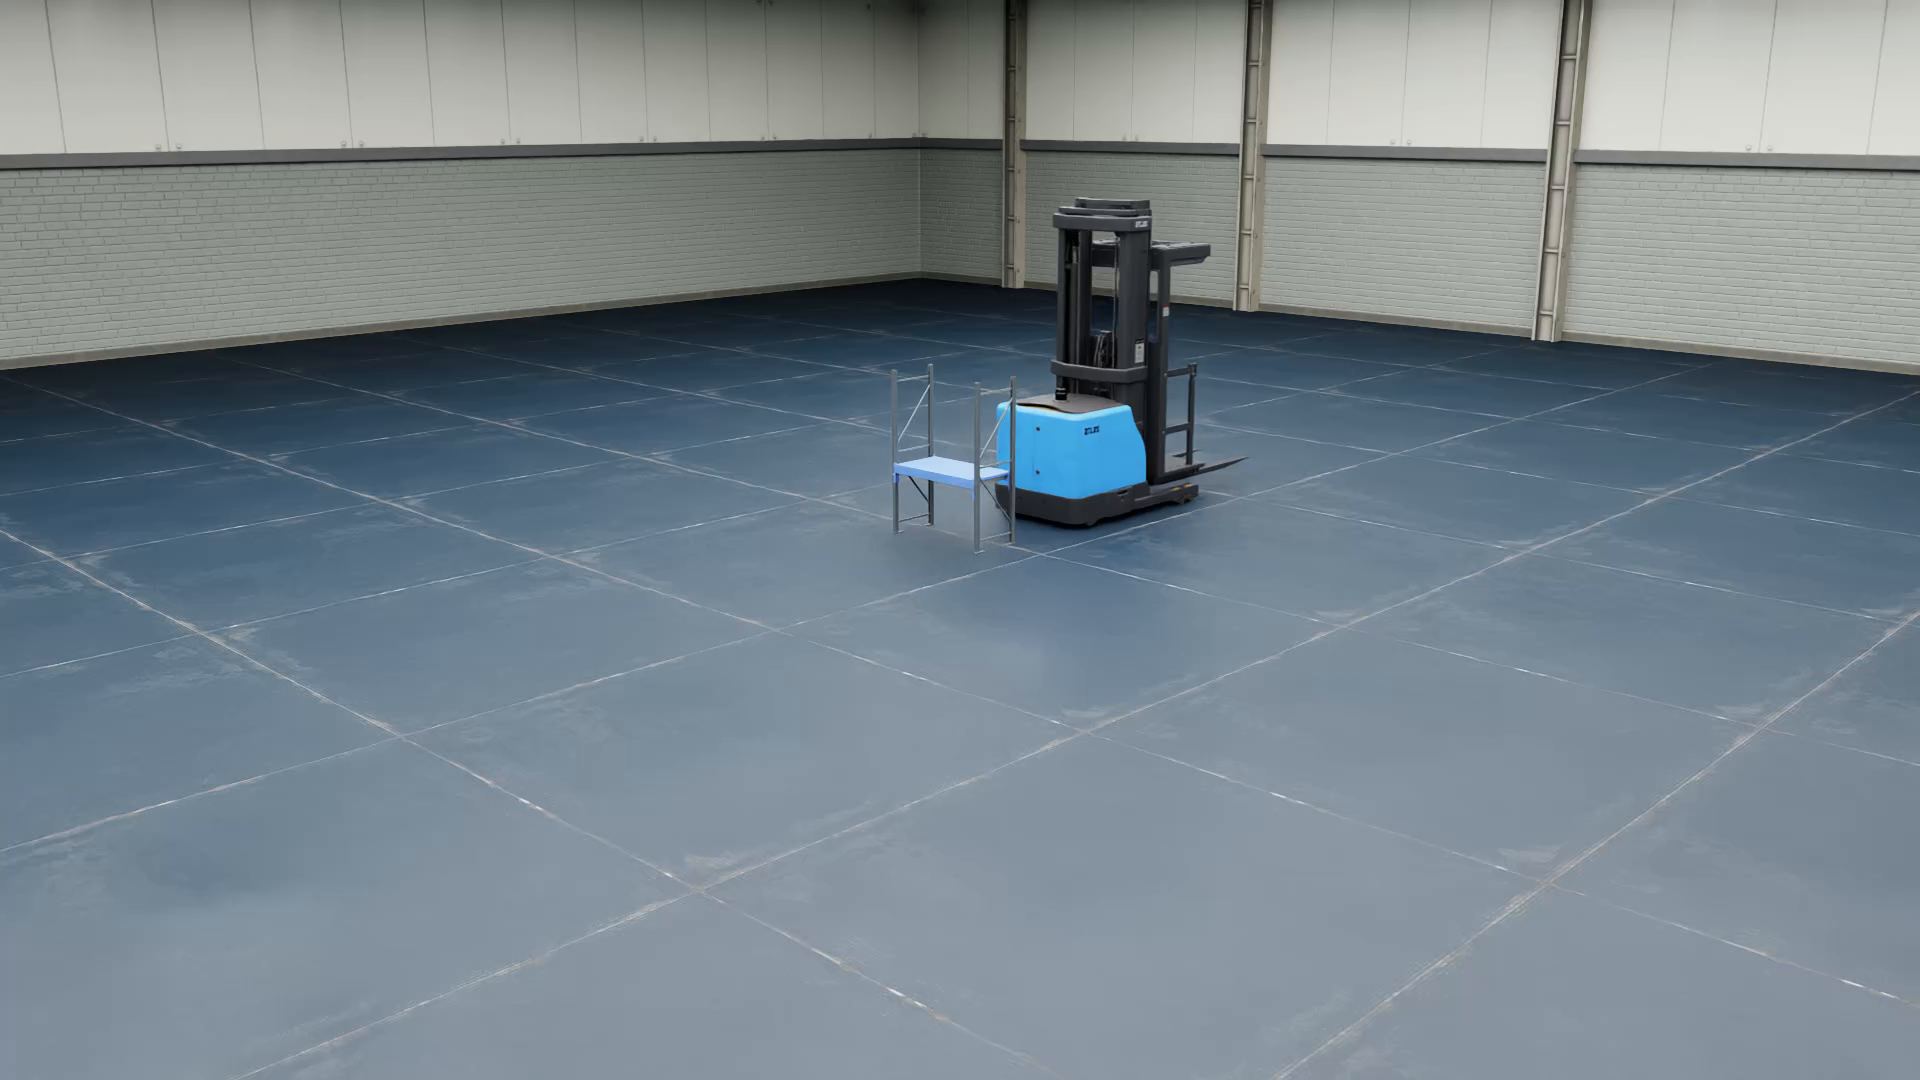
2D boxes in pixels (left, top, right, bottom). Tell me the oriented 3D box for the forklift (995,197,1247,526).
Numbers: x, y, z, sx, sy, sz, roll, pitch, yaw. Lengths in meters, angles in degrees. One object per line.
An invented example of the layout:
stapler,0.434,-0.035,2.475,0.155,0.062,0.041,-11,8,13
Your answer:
forklift,1.712,-1.848,16.210,1.130,2.935,3.031,13,20,42

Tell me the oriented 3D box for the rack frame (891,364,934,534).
rack frame,-0.427,-0.830,15.142,0.032,1.500,0.500,14,20,42

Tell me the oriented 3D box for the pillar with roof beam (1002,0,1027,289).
pillar with roof beam,-1.843,-9.010,31.665,0.400,9.000,9.100,14,20,42

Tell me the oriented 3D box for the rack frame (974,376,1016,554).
rack frame,0.305,-0.652,14.459,0.032,1.500,0.500,14,20,42

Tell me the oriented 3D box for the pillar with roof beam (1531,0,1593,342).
pillar with roof beam,6.795,-6.910,23.605,0.400,9.000,9.100,14,20,42

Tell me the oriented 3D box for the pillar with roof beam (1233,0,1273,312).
pillar with roof beam,2.476,-7.960,27.635,0.400,9.000,9.100,14,20,42

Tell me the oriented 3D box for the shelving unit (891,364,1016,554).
shelving unit,-0.061,-0.741,14.800,1.048,1.500,0.538,14,20,42

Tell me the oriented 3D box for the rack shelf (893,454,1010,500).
rack shelf,-0.061,-0.567,14.846,1.000,0.185,0.538,14,20,42
